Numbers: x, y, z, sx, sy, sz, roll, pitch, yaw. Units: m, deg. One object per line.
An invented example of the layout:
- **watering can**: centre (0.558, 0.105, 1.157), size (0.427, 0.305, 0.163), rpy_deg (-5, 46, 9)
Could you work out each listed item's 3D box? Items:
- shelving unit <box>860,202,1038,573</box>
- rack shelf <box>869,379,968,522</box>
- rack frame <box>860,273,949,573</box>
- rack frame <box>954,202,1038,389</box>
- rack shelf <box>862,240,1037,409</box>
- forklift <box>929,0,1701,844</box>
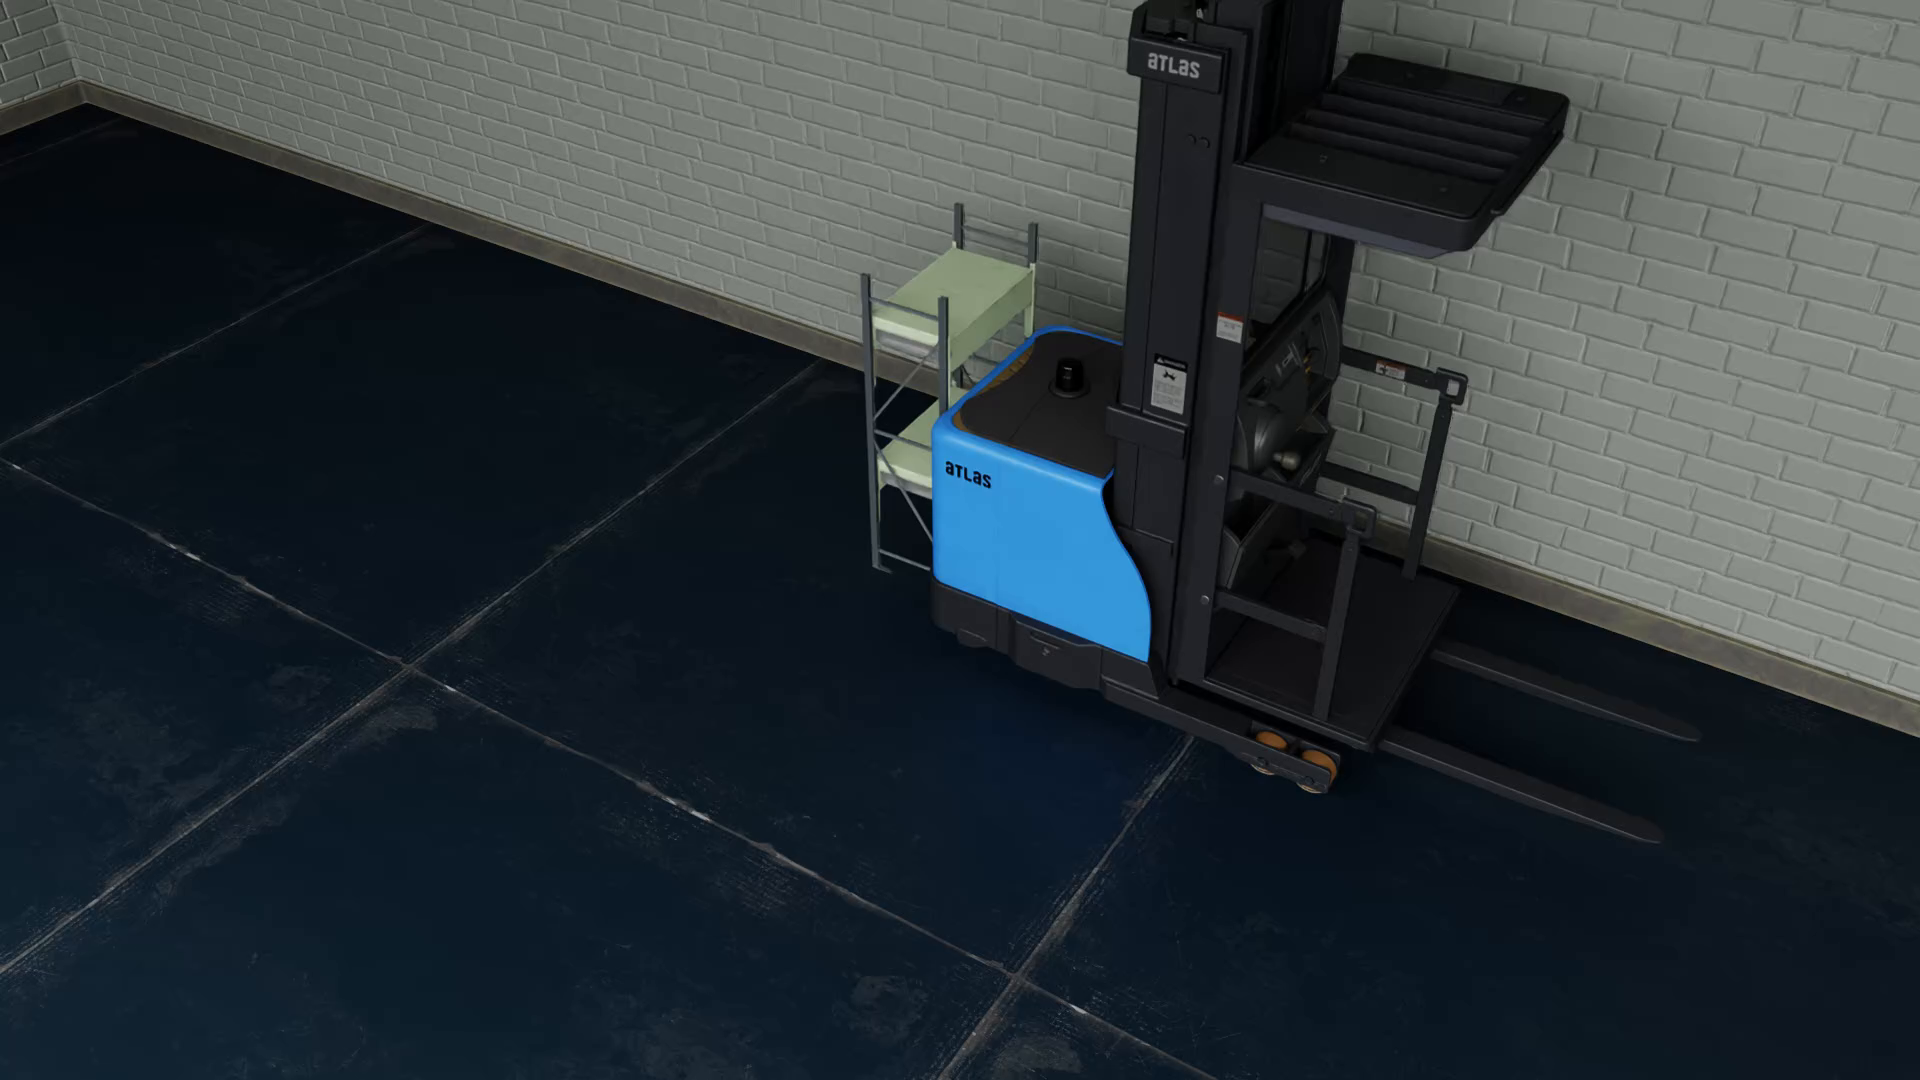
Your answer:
- **shelving unit**: centre (-0.035, -0.606, 7.308), size (0.431, 1.500, 0.755), rpy_deg (20, 42, 24)
- **rack shelf**: centre (-0.035, -0.348, 7.507), size (0.431, 0.370, 0.720), rpy_deg (20, 42, 24)
- **rack frame**: centre (-0.223, -0.414, 7.059), size (0.400, 1.500, 0.023), rpy_deg (20, 42, 24)
- **rack frame**: centre (0.152, -0.798, 7.557), size (0.400, 1.500, 0.023), rpy_deg (20, 42, 24)
- **rack shelf**: centre (-0.035, -0.915, 7.070), size (0.431, 0.370, 0.720), rpy_deg (20, 42, 24)
- **forklift**: centre (1.397, -0.549, 6.062), size (3.031, 2.935, 1.130), rpy_deg (20, 42, 24)
